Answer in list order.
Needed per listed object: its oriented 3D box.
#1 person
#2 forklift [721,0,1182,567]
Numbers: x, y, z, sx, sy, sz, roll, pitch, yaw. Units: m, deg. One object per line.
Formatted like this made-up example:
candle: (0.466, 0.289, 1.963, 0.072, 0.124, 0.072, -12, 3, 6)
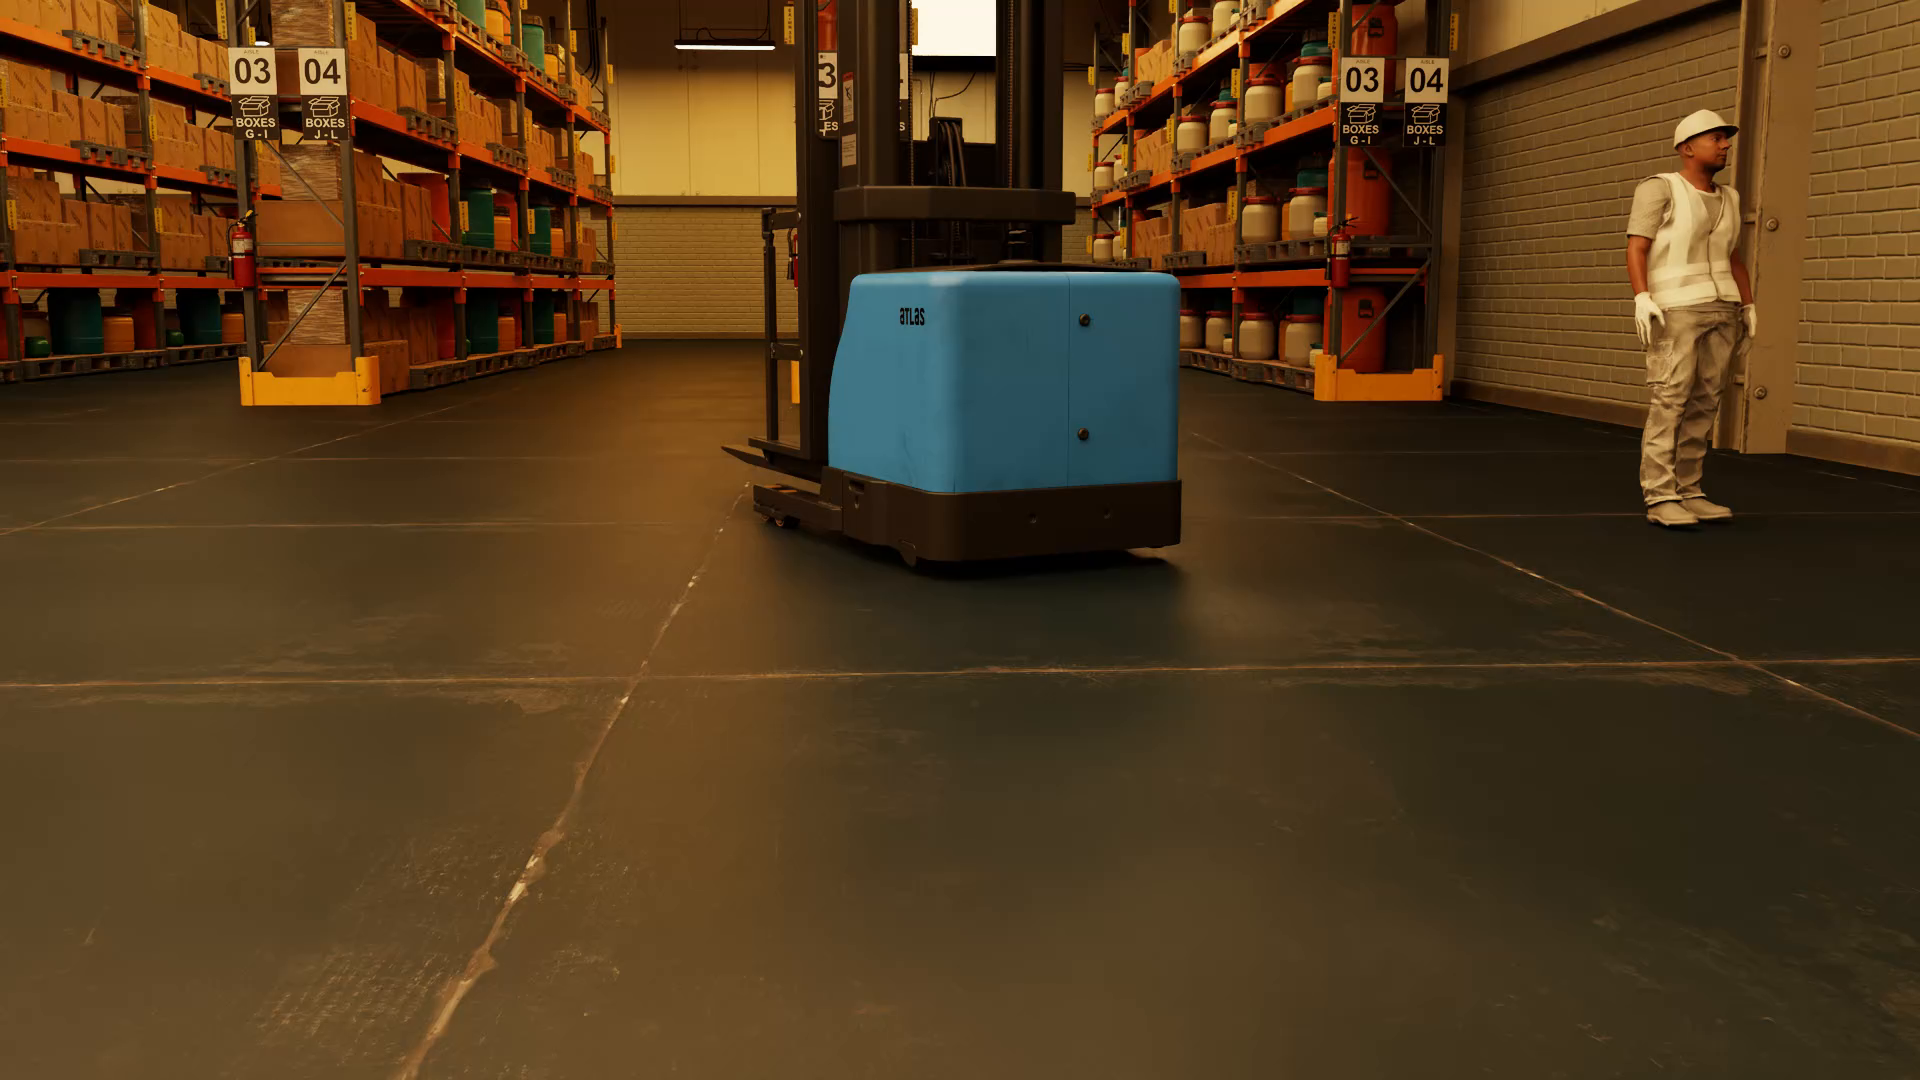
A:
person: (3.243, -0.974, 7.250, 0.657, 1.784, 0.577, -3, 9, -21)
forklift: (-0.264, -1.530, 7.137, 1.130, 2.935, 3.031, -4, 9, -25)
